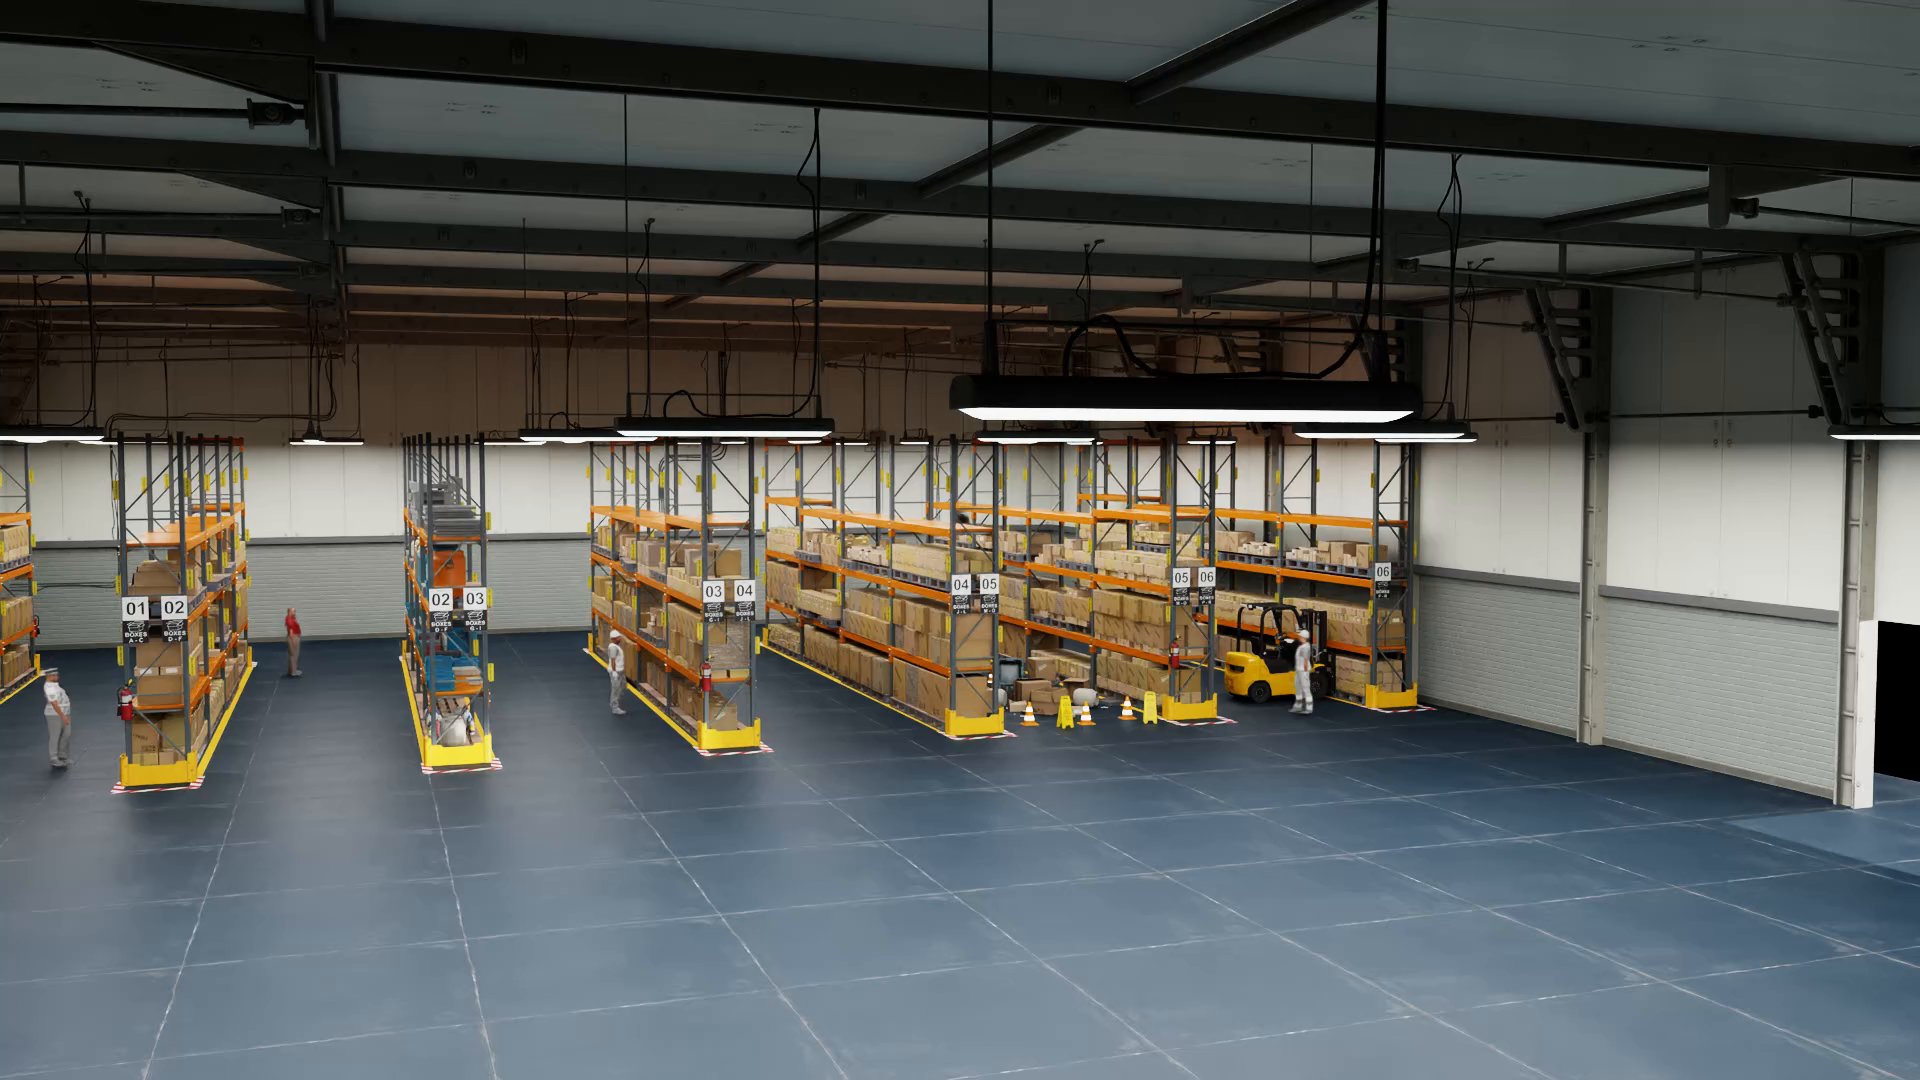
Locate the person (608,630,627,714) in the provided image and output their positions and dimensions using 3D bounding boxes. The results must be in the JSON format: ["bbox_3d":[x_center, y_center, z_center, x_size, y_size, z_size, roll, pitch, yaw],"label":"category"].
[{"bbox_3d":[-7.405,2.854,35.904,0.415,1.802,0.620,0,3,0],"label":"person"}]

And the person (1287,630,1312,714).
[{"bbox_3d":[7.340,2.832,35.815,0.431,1.809,0.733,0,3,-8],"label":"person"}]

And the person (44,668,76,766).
[{"bbox_3d":[-16.241,3.203,29.969,0.571,1.805,0.565,0,3,1],"label":"person"}]

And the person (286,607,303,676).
[{"bbox_3d":[-16.756,2.540,41.902,0.466,1.724,0.589,-2,4,-35],"label":"person"}]
